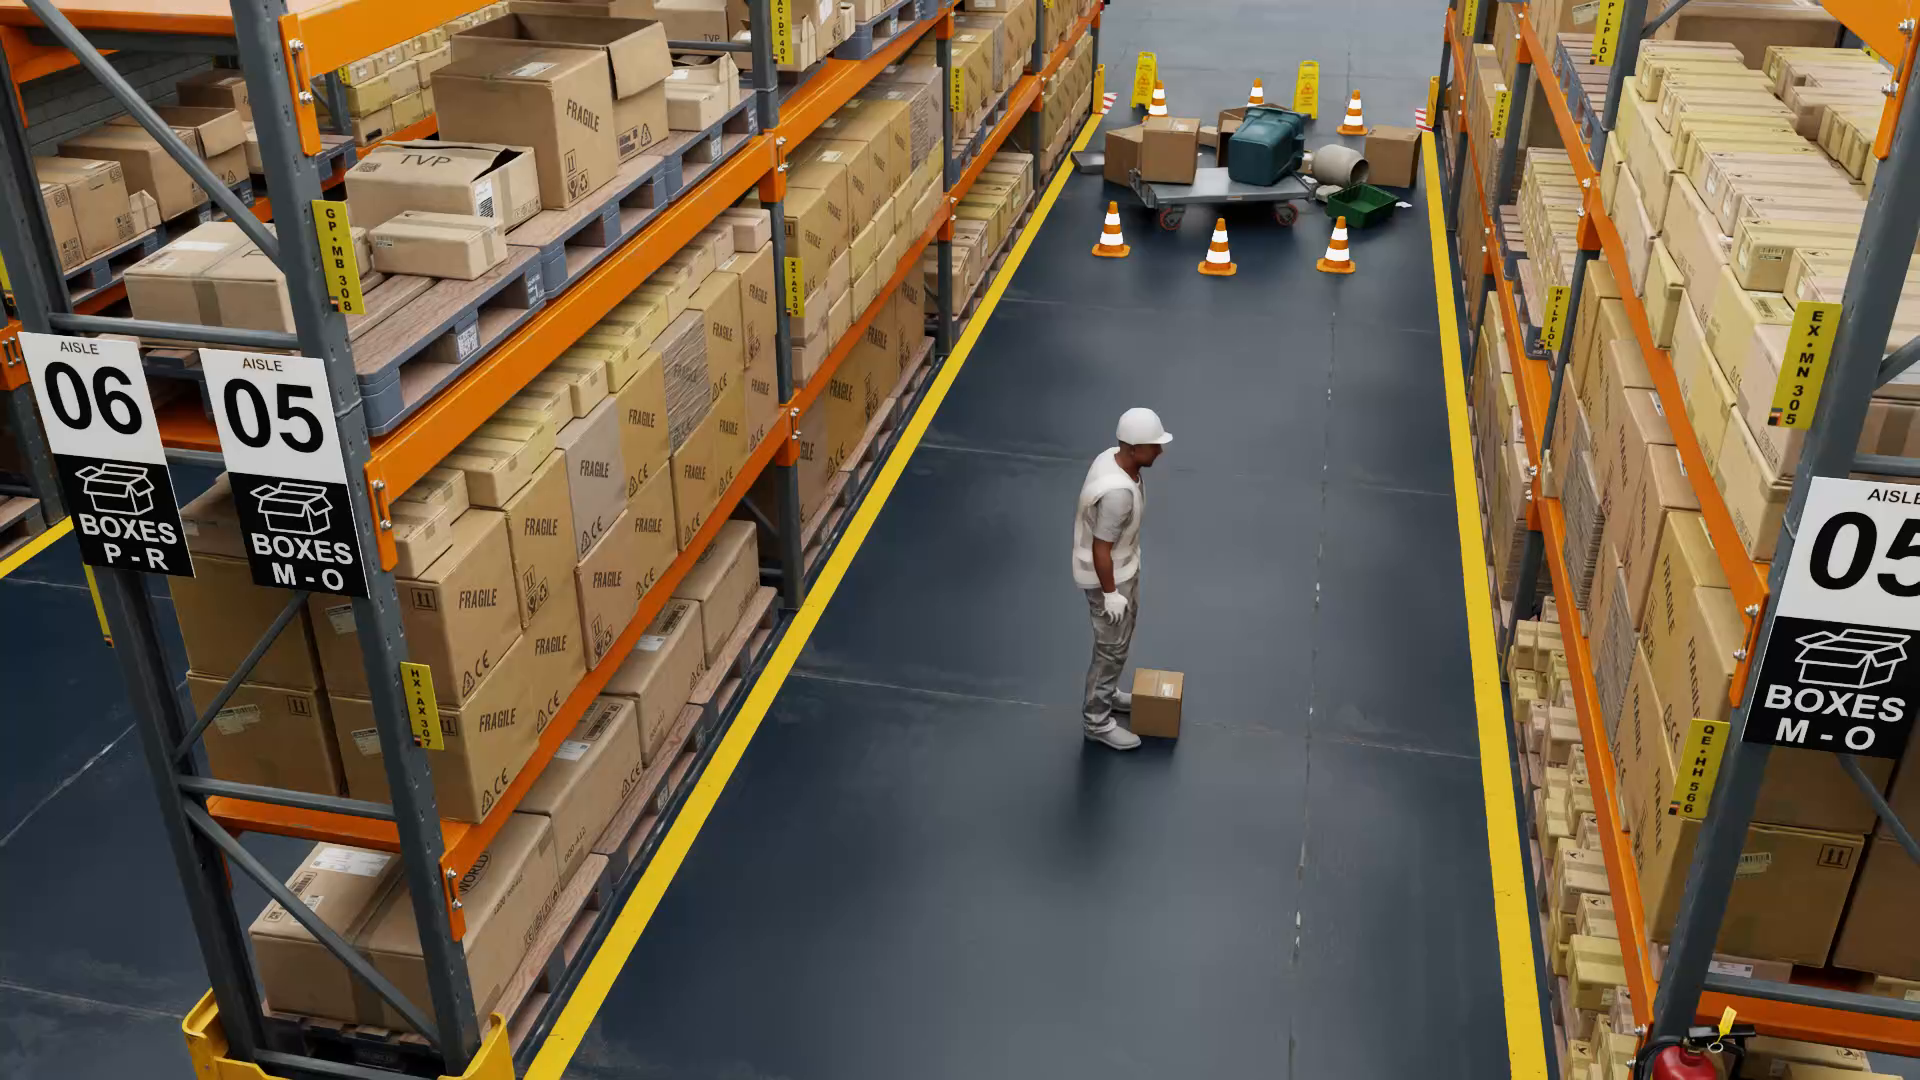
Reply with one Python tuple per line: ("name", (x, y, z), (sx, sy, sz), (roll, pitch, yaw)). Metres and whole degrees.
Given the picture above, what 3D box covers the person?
("person", (0.788, 0.167, 8.306), (0.450, 1.773, 0.616), (6, 29, 11))
